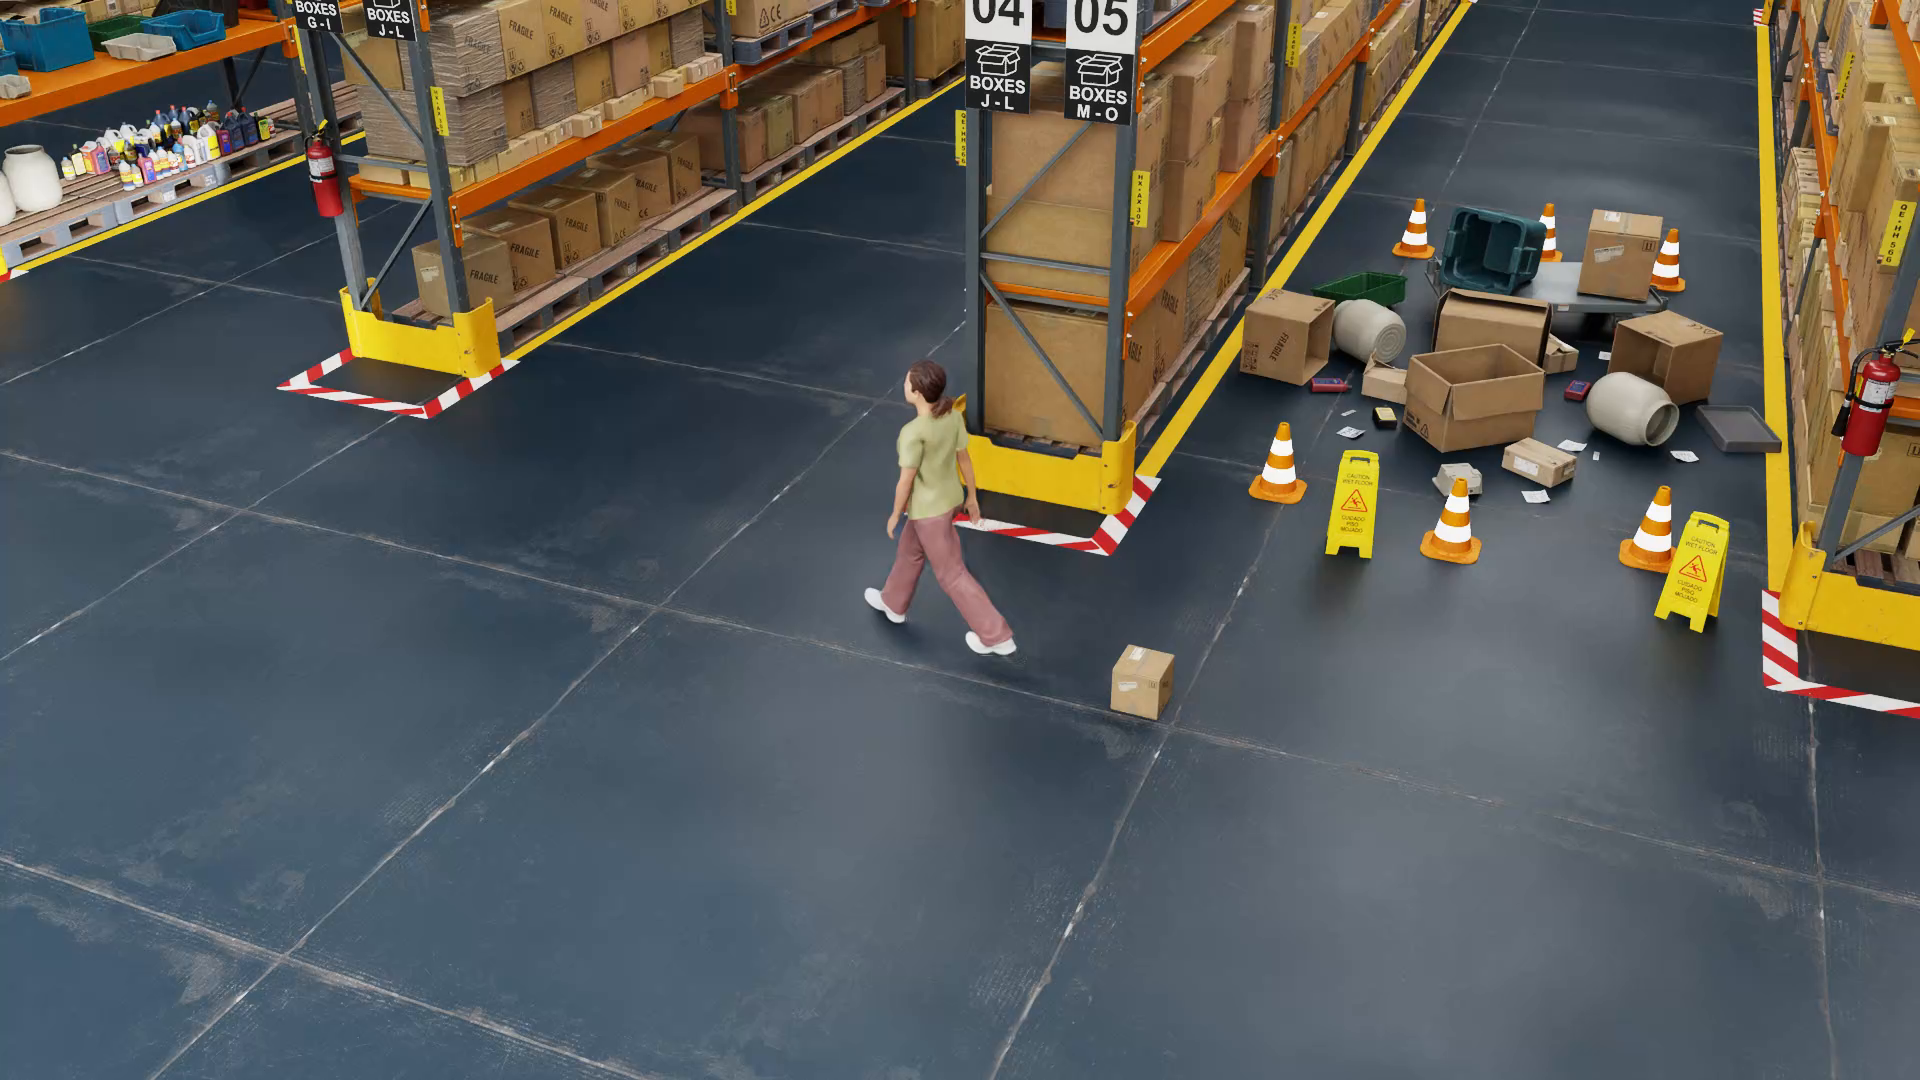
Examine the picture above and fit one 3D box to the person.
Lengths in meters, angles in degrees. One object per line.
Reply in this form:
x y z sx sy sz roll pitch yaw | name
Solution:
-0.143 -0.157 8.710 1.053 1.597 0.464 18 34 28 | person
